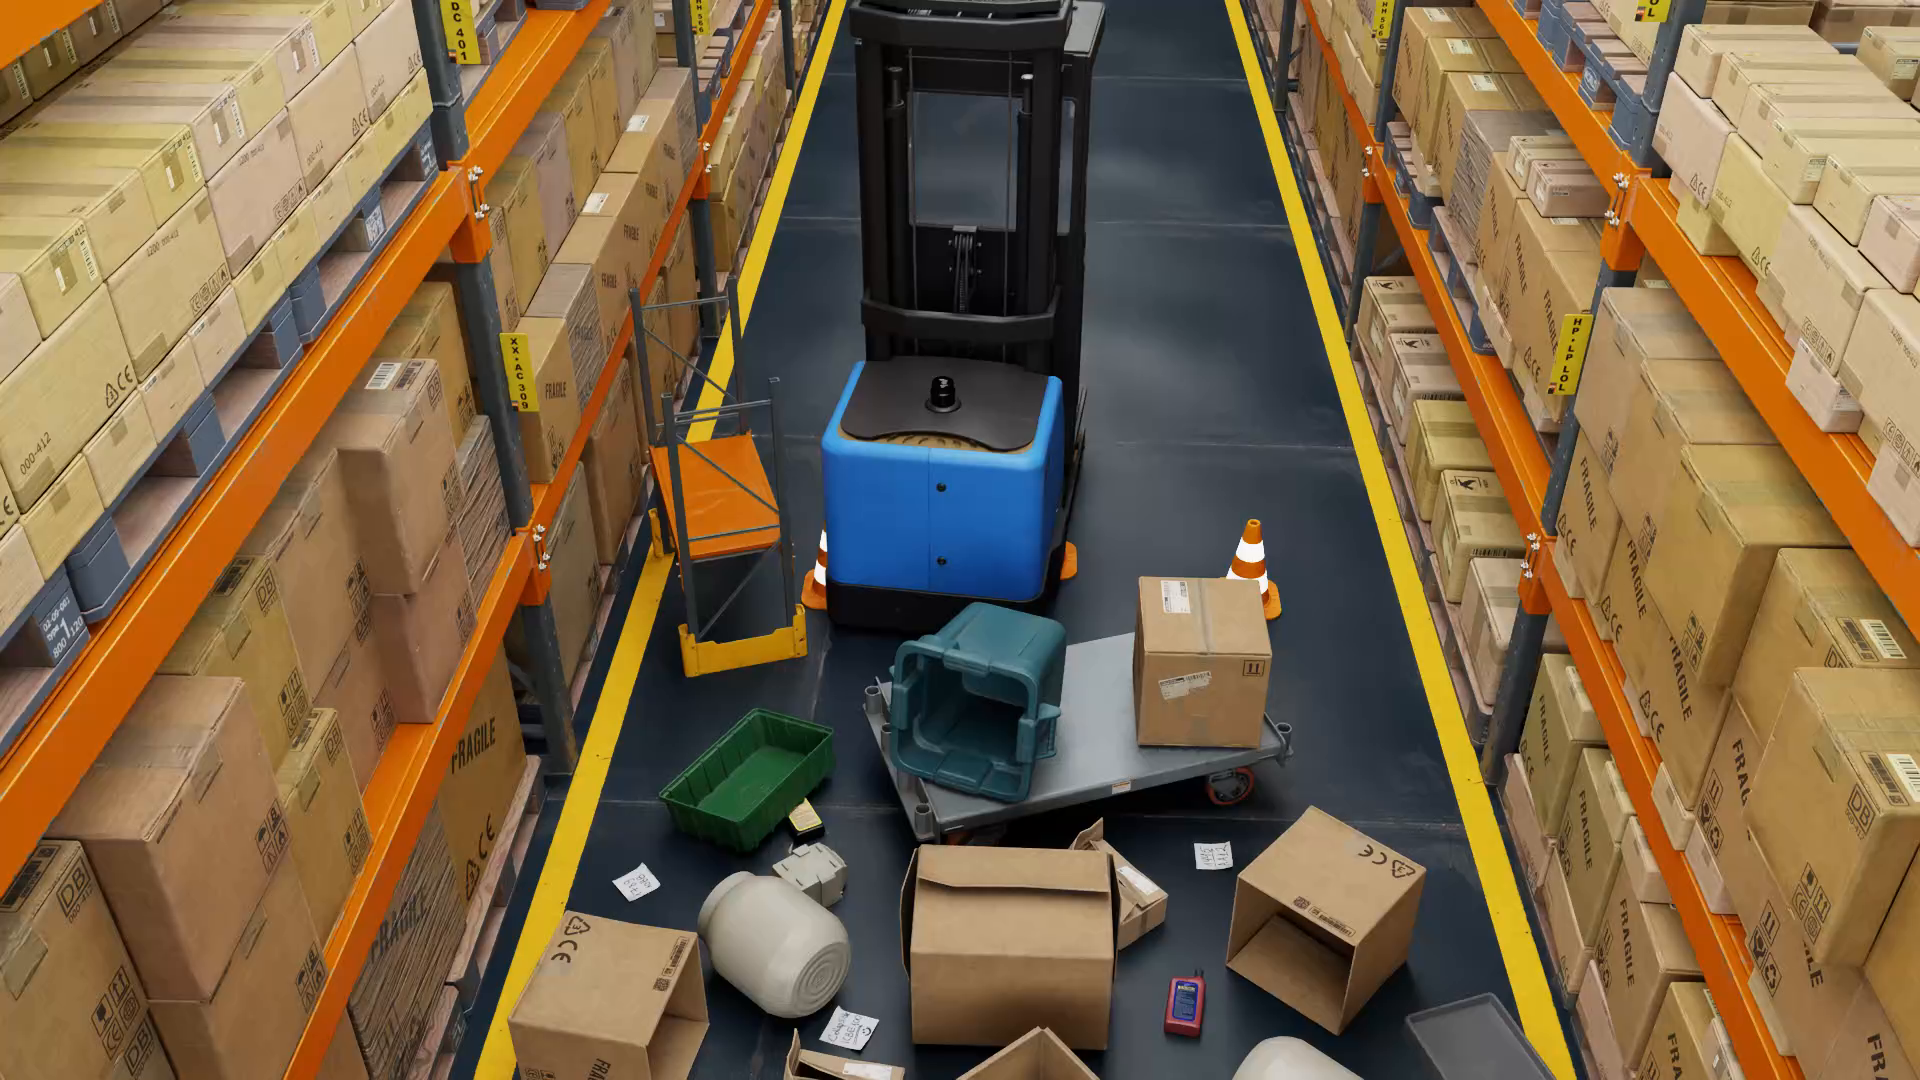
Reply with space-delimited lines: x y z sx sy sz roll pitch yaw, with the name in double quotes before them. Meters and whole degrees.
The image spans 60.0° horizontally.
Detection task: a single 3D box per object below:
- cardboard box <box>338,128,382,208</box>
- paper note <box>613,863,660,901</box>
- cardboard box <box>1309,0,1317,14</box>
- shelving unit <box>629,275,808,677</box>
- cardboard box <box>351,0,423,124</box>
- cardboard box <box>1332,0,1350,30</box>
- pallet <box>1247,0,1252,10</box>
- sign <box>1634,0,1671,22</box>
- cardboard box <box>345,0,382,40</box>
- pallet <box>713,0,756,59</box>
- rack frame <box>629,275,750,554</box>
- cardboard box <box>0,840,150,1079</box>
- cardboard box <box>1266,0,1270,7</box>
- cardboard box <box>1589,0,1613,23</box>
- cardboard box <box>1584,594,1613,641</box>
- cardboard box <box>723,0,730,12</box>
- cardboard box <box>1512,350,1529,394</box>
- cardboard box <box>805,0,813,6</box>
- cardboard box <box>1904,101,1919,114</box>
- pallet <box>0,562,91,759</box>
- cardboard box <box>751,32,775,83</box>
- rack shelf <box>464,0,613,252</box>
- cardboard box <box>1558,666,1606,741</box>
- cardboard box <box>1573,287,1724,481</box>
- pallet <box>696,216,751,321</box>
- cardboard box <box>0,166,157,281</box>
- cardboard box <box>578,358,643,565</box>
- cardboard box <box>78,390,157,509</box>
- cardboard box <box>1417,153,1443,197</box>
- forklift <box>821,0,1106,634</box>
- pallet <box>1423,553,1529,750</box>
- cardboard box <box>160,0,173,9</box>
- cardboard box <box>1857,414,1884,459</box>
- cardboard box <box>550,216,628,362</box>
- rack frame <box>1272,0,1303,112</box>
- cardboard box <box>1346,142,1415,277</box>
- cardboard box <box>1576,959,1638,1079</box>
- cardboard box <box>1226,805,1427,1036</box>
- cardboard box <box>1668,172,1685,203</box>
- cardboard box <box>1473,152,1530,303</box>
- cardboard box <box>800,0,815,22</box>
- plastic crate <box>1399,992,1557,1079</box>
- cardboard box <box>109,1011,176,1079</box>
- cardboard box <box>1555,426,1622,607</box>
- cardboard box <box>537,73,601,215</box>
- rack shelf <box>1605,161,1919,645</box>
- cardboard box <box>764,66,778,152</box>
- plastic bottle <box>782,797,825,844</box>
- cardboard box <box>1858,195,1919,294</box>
"cardboard box" -1.896 -1.070 4.767 0.380 0.149 0.250 2 35 3
"paper note" -1.304 1.379 6.706 0.147 0.020 0.142 -24 42 -30
"cardboard box" 2.753 -3.883 11.743 0.500 0.250 0.500 1 35 2
"shelving unit" -1.156 -0.314 7.839 0.587 1.500 1.083 -10 36 -13
"cardboard box" -1.945 -1.454 4.967 0.500 0.250 0.500 1 35 1
"cardboard box" 2.712 -3.501 10.764 0.500 0.250 0.500 0 35 1
"pallet" 3.296 -5.479 16.308 1.003 0.211 1.213 1 35 2
"sign" 2.214 -1.797 5.243 0.100 0.325 0.005 1 35 2
"cardboard box" -1.888 -1.543 4.747 0.380 0.149 0.250 1 35 2
"pallet" -1.982 -3.600 11.377 1.003 0.211 1.213 1 35 2
"rack frame" -1.298 -0.590 8.230 0.500 1.500 0.032 -10 36 -13
"cardboard box" -2.359 1.022 3.563 0.875 0.550 0.550 1 35 2
"cardboard box" 3.295 -5.297 15.487 0.875 0.438 0.875 2 35 3
"cardboard box" 2.672 -2.154 6.308 0.500 0.250 0.500 2 35 2
"cardboard box" 2.477 0.236 5.969 0.380 0.149 0.250 2 35 3
"cardboard box" -1.750 -3.624 11.097 0.380 0.149 0.250 2 35 3
"cardboard box" 2.541 -0.708 6.948 0.380 0.149 0.250 0 35 0
"cardboard box" -1.510 -4.911 14.930 0.380 0.149 0.250 1 35 2
"cardboard box" 3.020 -1.213 5.076 0.500 0.250 0.500 1 35 1
"pallet" -2.323 0.438 2.932 1.003 0.211 1.213 1 35 2
"cardboard box" -1.672 -3.566 12.318 0.500 0.250 0.500 3 35 4
"rack shelf" -2.101 -2.325 7.411 1.077 0.370 4.000 1 35 2
"cardboard box" 2.410 0.598 6.046 0.380 0.149 0.250 2 35 3
"cardboard box" 2.534 -0.510 5.598 0.700 0.500 0.500 1 35 1
"pallet" -1.988 -1.849 11.143 1.003 0.211 1.213 1 35 2
"cardboard box" -1.949 -0.670 3.504 0.380 0.149 0.250 2 35 3
"cardboard box" -2.204 -0.407 8.257 1.050 0.750 0.750 1 35 2
"cardboard box" -1.958 -0.196 3.524 0.380 0.149 0.250 1 35 2
"cardboard box" 2.597 -1.896 8.638 0.380 0.149 0.250 2 35 2
"forklift" 0.101 -1.554 8.358 1.130 2.935 3.031 5 35 8
"pallet" 2.798 0.507 7.790 1.003 0.211 1.213 1 35 2
"cardboard box" -2.536 -1.705 4.977 0.380 0.149 0.250 2 35 2
"cardboard box" 2.448 -0.250 4.052 0.380 0.149 0.250 2 35 2
"cardboard box" -1.849 -1.157 7.646 0.500 0.500 0.500 1 35 2
"rack frame" 3.090 -4.783 12.892 1.000 3.000 0.127 1 35 2
"cardboard box" 3.040 -2.182 10.674 0.875 0.875 0.875 1 35 1
"cardboard box" 2.446 1.711 5.678 0.500 0.250 0.500 1 35 1
"cardboard box" 1.366 1.420 6.239 0.500 0.500 0.500 28 44 33
"cardboard box" 2.508 -1.135 5.312 0.380 0.149 0.250 1 35 1
"cardboard box" 2.603 -1.373 7.329 0.500 0.500 0.500 2 35 4
"cardboard box" -1.513 -4.792 15.020 0.380 0.149 0.250 0 35 1
"plastic crate" 1.886 1.891 5.935 0.402 0.080 0.583 -10 36 -14
"cardboard box" -2.372 1.463 3.874 0.875 0.550 0.550 1 35 2
"cardboard box" 2.472 -0.103 5.887 0.500 0.500 0.500 1 35 2
"cardboard box" -2.107 -1.854 7.768 0.700 0.500 0.500 1 35 1
"rack shelf" 2.688 0.030 4.061 1.077 0.370 4.000 1 35 2
"cardboard box" -1.659 -3.262 12.537 0.500 0.500 0.500 1 35 1
"plastic bottle" -0.685 1.153 7.002 0.133 0.061 0.283 -17 38 -22
"cardboard box" 2.432 -0.714 4.019 0.380 0.149 0.250 1 35 1
